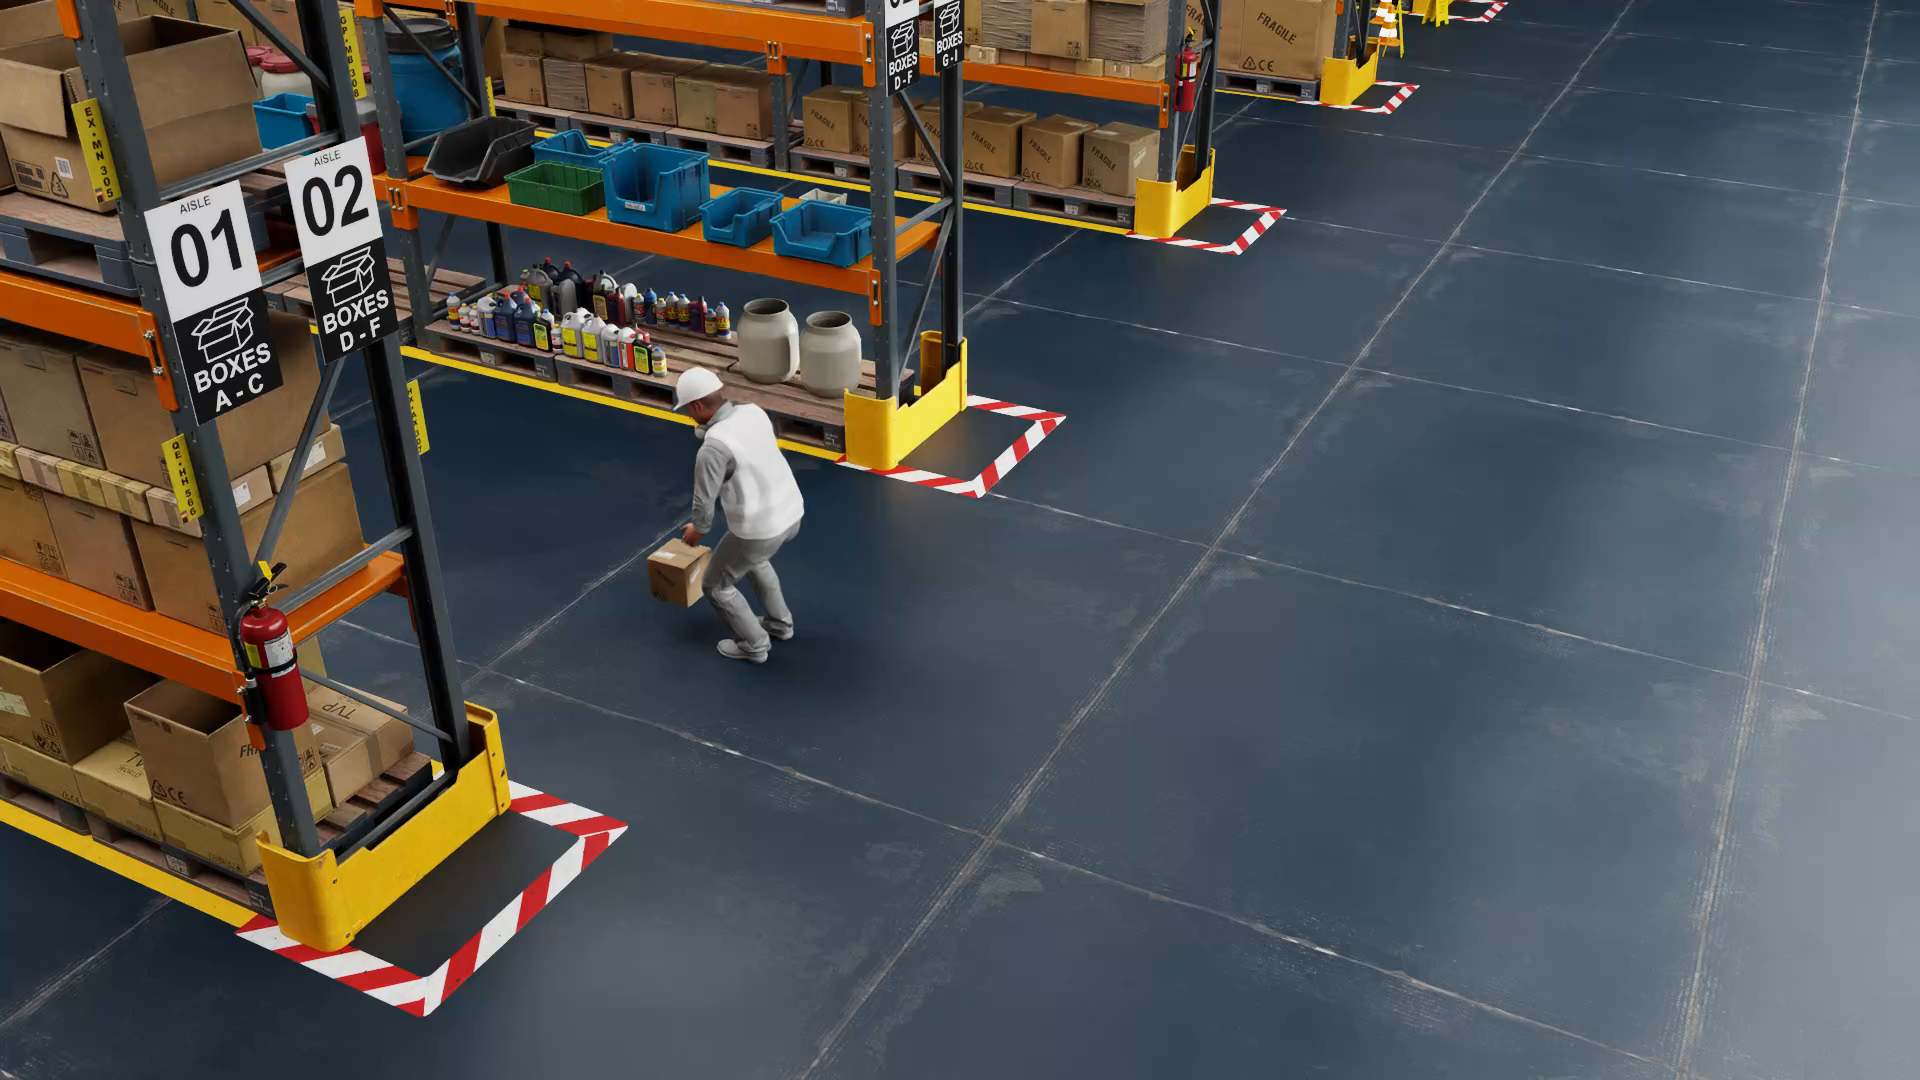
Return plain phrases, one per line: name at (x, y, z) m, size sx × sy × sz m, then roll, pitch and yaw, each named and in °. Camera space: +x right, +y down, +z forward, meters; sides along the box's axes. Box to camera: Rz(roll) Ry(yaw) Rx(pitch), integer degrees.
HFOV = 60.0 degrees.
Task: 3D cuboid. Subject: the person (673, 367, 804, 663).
person at (-1.152, -0.119, 8.652) m, size 0.627 × 1.607 × 0.583 m, roll 15°, pitch 33°, yaw 24°
